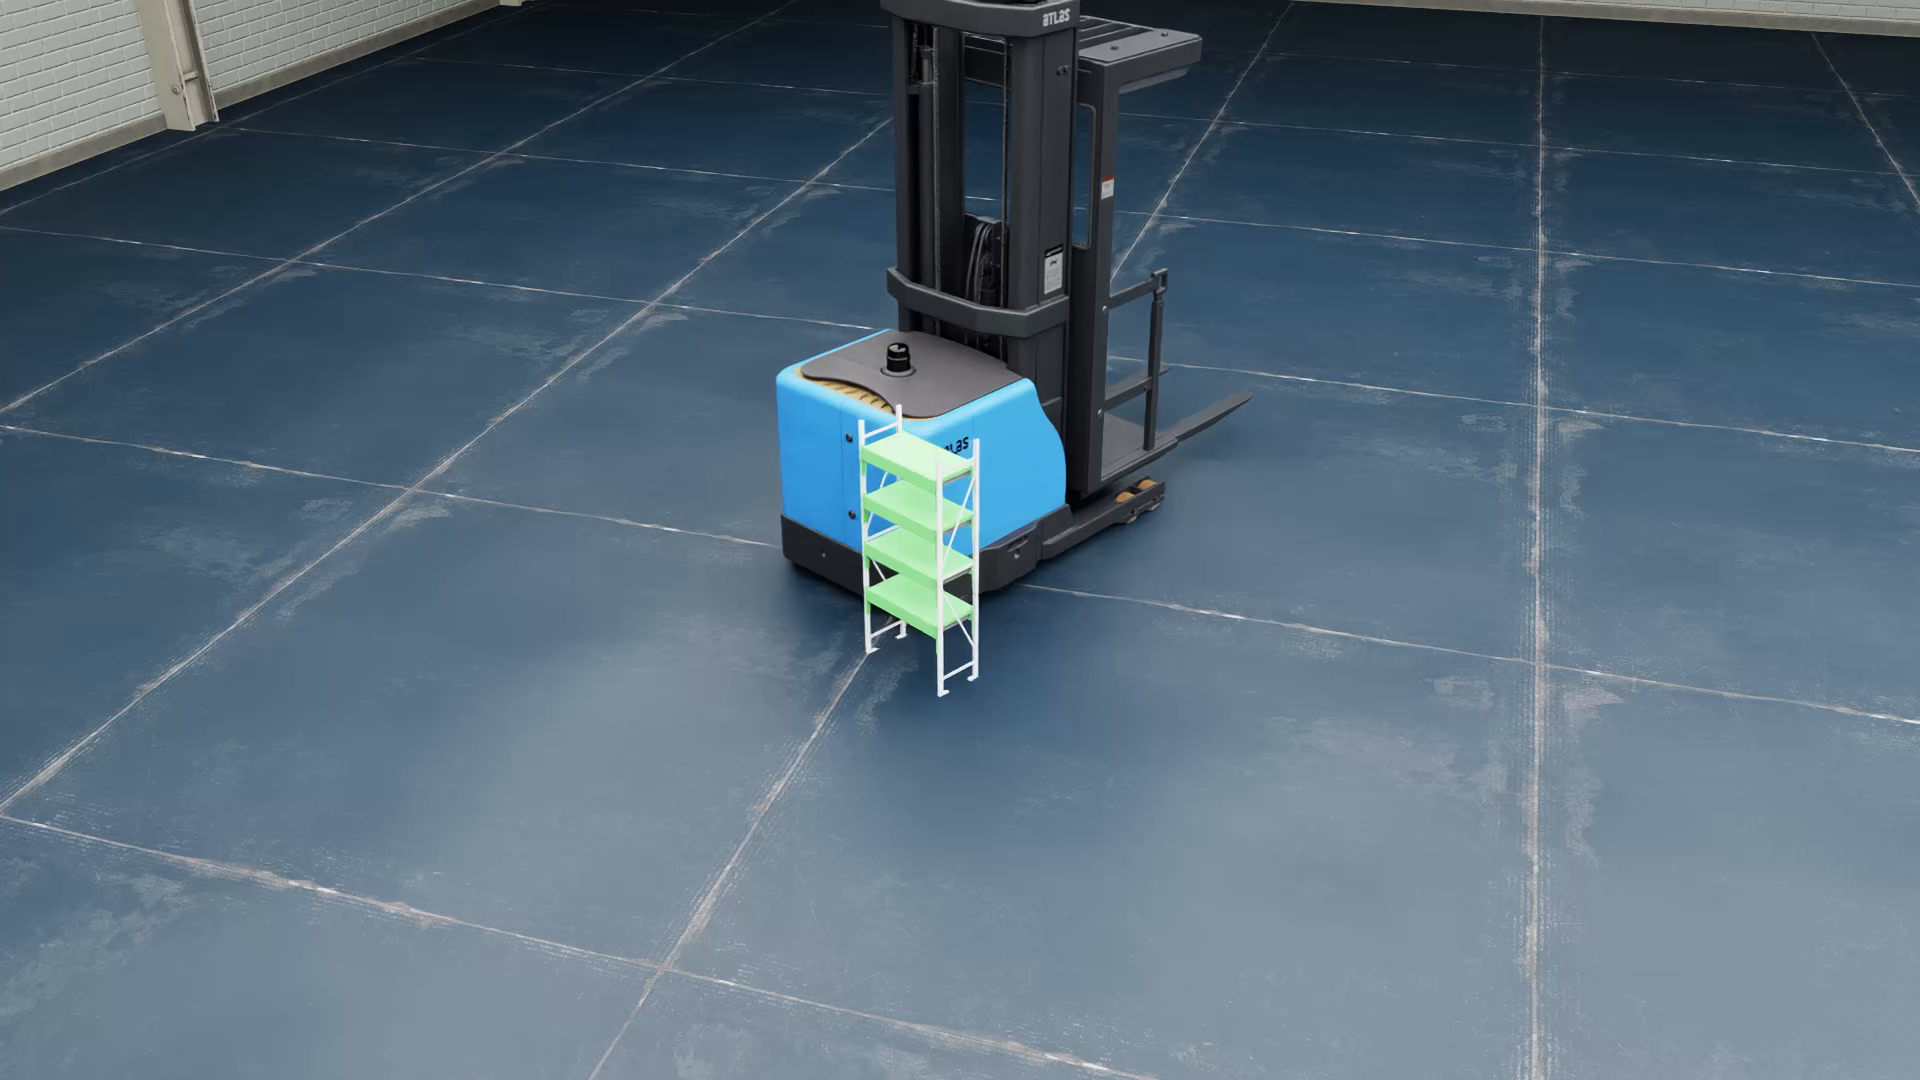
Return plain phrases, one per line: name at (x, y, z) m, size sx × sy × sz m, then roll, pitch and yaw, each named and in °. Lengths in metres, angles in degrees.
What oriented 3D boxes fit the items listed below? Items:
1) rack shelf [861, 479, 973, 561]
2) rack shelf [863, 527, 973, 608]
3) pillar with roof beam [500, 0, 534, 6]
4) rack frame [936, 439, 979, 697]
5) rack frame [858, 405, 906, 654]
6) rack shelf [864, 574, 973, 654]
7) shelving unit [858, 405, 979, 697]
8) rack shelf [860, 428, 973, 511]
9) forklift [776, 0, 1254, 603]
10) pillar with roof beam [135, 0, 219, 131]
rack shelf at (-0.180, -0.101, 7.335) m, size 0.258 × 0.148 × 0.480 m, roll -25°, pitch 38°, yaw -38°
rack shelf at (-0.180, 0.109, 7.451) m, size 0.258 × 0.148 × 0.480 m, roll -25°, pitch 38°, yaw -38°
pillar with roof beam at (-1.457, -10.078, 17.609) m, size 9.100 × 9.000 × 0.400 m, roll 8°, pitch 30°, yaw 15°
rack frame at (-0.009, 0.138, 7.268) m, size 0.240 × 1.200 × 0.015 m, roll -25°, pitch 38°, yaw -38°
rack frame at (-0.350, -0.032, 7.573) m, size 0.240 × 1.200 × 0.015 m, roll -25°, pitch 38°, yaw -38°
rack shelf at (-0.180, 0.319, 7.568) m, size 0.258 × 0.148 × 0.480 m, roll -25°, pitch 38°, yaw -38°
shelving unit at (-0.180, 0.053, 7.420) m, size 0.258 × 1.200 × 0.503 m, roll -25°, pitch 38°, yaw -38°
rack shelf at (-0.180, -0.311, 7.218) m, size 0.258 × 0.148 × 0.480 m, roll -25°, pitch 38°, yaw -38°
forklift at (0.467, -1.521, 8.470) m, size 1.130 × 2.935 × 3.031 m, roll 24°, pitch 37°, yaw 36°
pillar with roof beam at (-3.218, -7.289, 12.597) m, size 9.100 × 9.000 × 0.400 m, roll 8°, pitch 30°, yaw 15°
